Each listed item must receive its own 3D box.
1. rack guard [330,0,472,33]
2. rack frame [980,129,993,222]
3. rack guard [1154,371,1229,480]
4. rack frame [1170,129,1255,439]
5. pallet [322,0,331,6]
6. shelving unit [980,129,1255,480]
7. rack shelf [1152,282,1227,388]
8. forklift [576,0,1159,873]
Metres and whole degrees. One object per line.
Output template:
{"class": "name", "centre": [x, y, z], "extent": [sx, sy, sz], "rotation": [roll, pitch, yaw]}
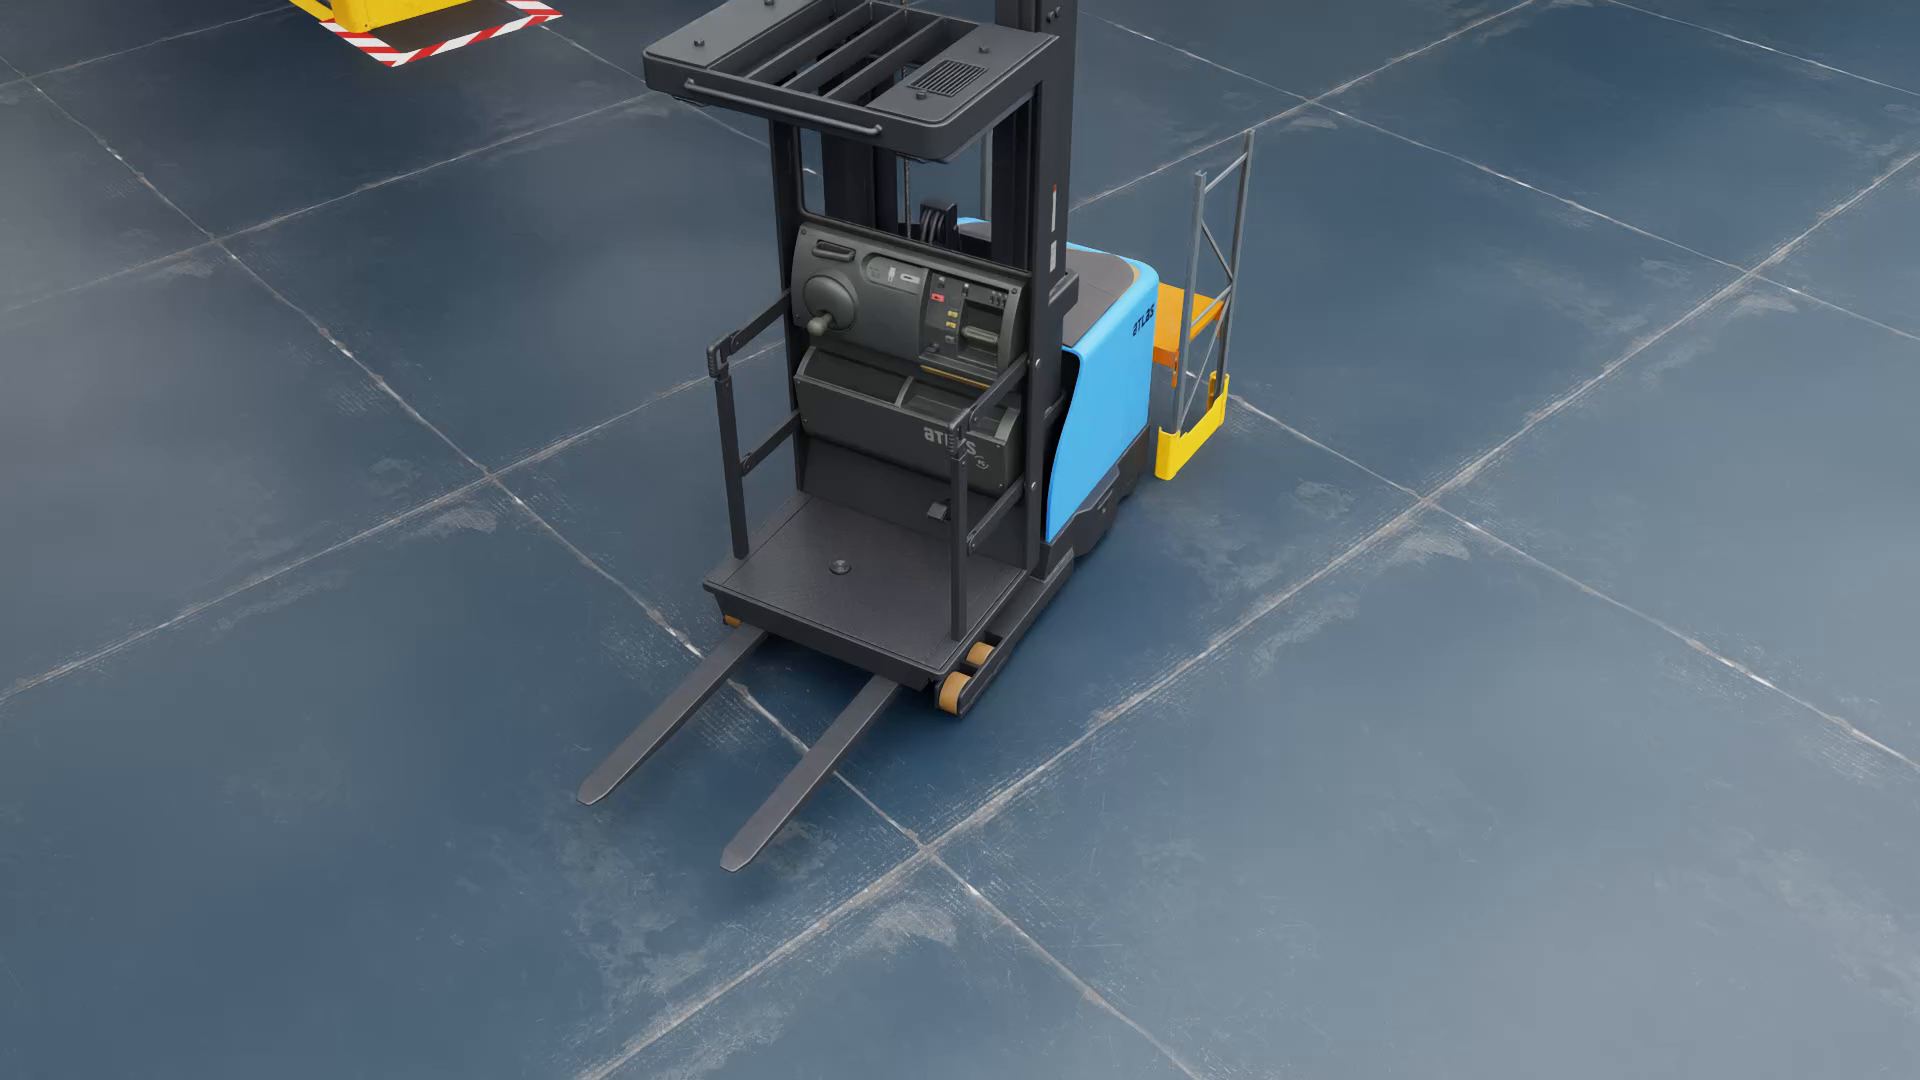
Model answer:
{"class": "rack guard", "centre": [-3.918, -4.054, 11.872], "extent": [1.175, 0.500, 0.348], "rotation": [-30, 48, -32]}
{"class": "rack frame", "centre": [0.239, -1.360, 7.740], "extent": [0.032, 1.500, 0.500], "rotation": [22, 44, 25]}
{"class": "rack guard", "centre": [1.077, -0.534, 7.712], "extent": [0.087, 0.250, 0.587], "rotation": [22, 44, 25]}
{"class": "rack frame", "centre": [1.093, -1.013, 7.311], "extent": [0.032, 1.500, 0.500], "rotation": [22, 44, 25]}
{"class": "pallet", "centre": [-4.441, -4.333, 12.447], "extent": [1.003, 0.211, 1.213], "rotation": [-30, 48, -32]}
{"class": "shelving unit", "centre": [0.658, -1.190, 7.529], "extent": [1.083, 1.500, 0.587], "rotation": [22, 44, 25]}
{"class": "rack shelf", "centre": [0.666, -1.047, 7.639], "extent": [1.000, 0.185, 0.538], "rotation": [22, 44, 25]}
{"class": "forklift", "centre": [-0.307, -0.794, 5.901], "extent": [1.130, 2.935, 3.031], "rotation": [19, 43, 22]}
